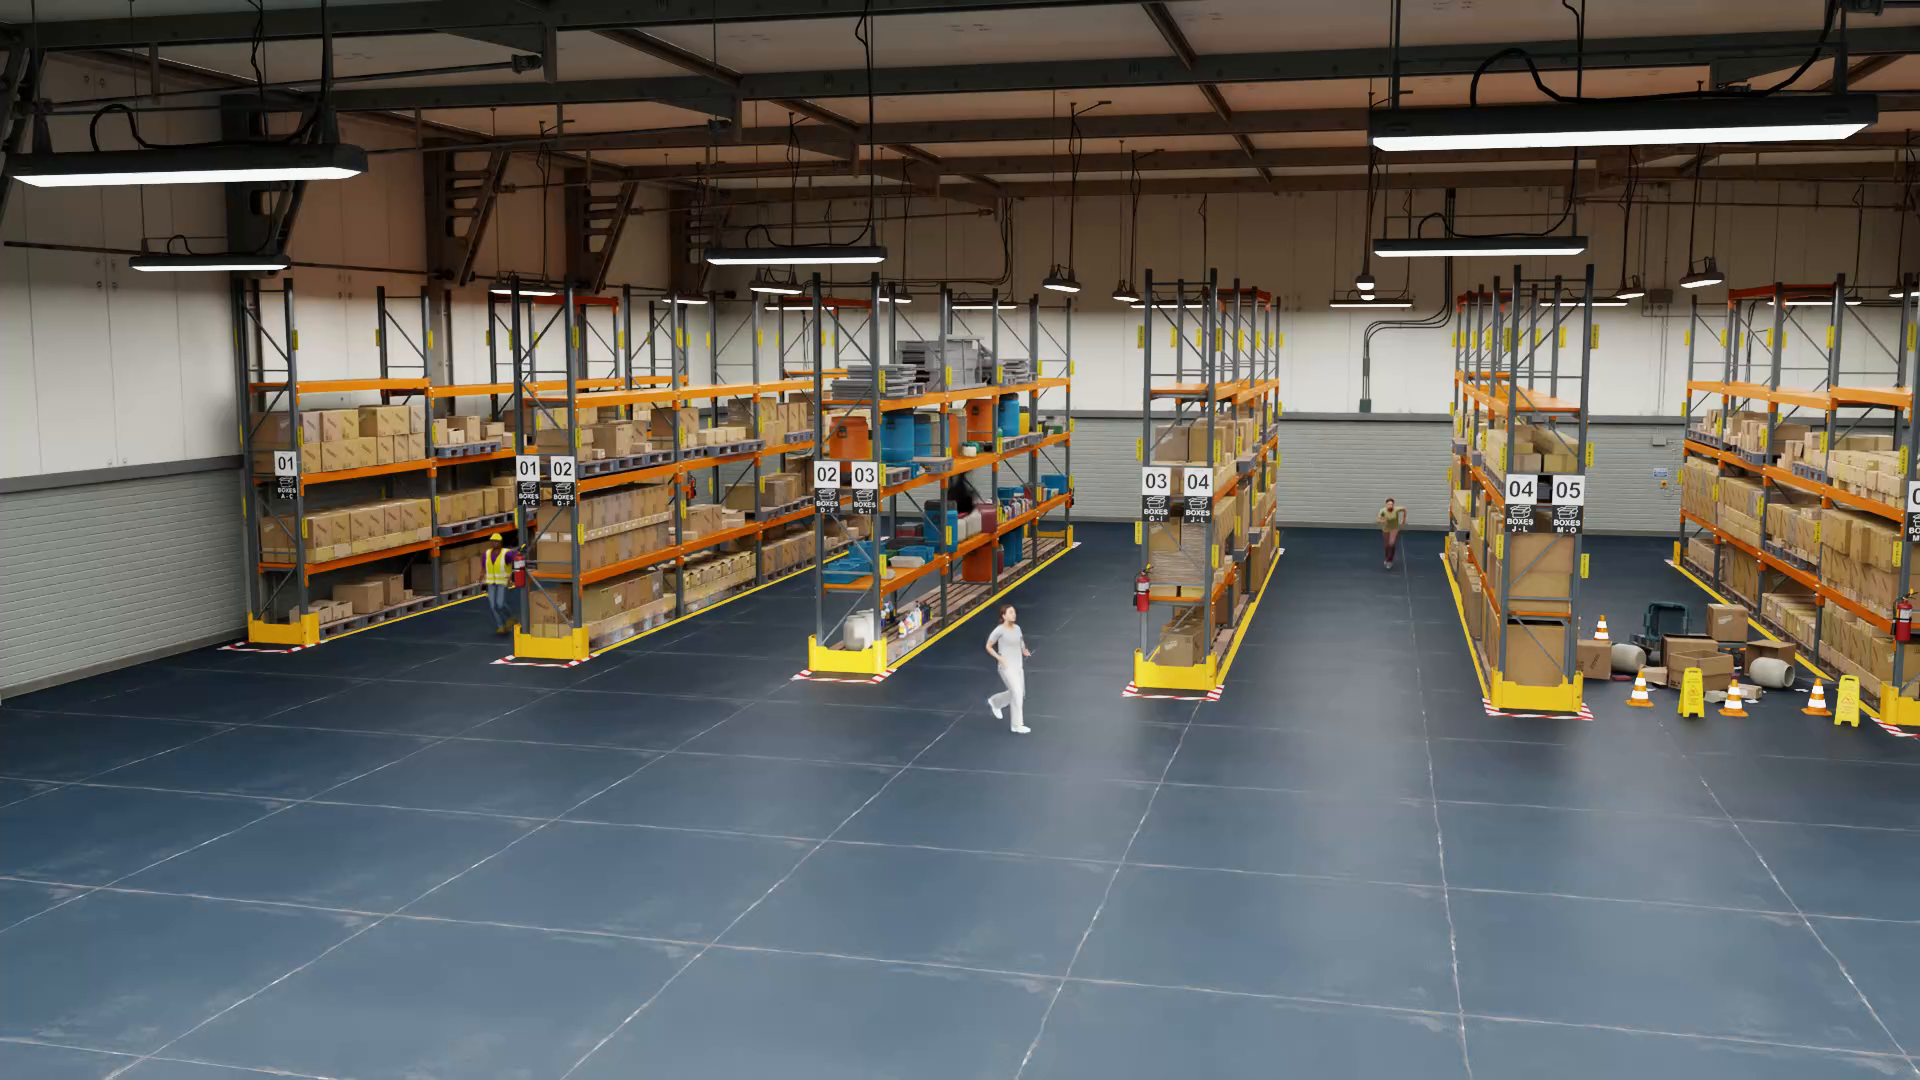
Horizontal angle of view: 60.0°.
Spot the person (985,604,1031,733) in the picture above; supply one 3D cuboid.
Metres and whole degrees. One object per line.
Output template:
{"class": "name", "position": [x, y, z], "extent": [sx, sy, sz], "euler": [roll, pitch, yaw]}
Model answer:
{"class": "person", "position": [0.609, 1.632, 21.392], "extent": [0.575, 1.634, 0.793], "euler": [-7, 10, -44]}

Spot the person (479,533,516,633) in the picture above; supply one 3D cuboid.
{"class": "person", "position": [-7.888, 0.744, 28.376], "extent": [0.674, 1.721, 0.569], "euler": [1, 7, 11]}

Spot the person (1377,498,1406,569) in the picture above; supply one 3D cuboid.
{"class": "person", "position": [9.508, -0.152, 36.657], "extent": [0.611, 1.607, 0.934], "euler": [2, 7, 19]}
